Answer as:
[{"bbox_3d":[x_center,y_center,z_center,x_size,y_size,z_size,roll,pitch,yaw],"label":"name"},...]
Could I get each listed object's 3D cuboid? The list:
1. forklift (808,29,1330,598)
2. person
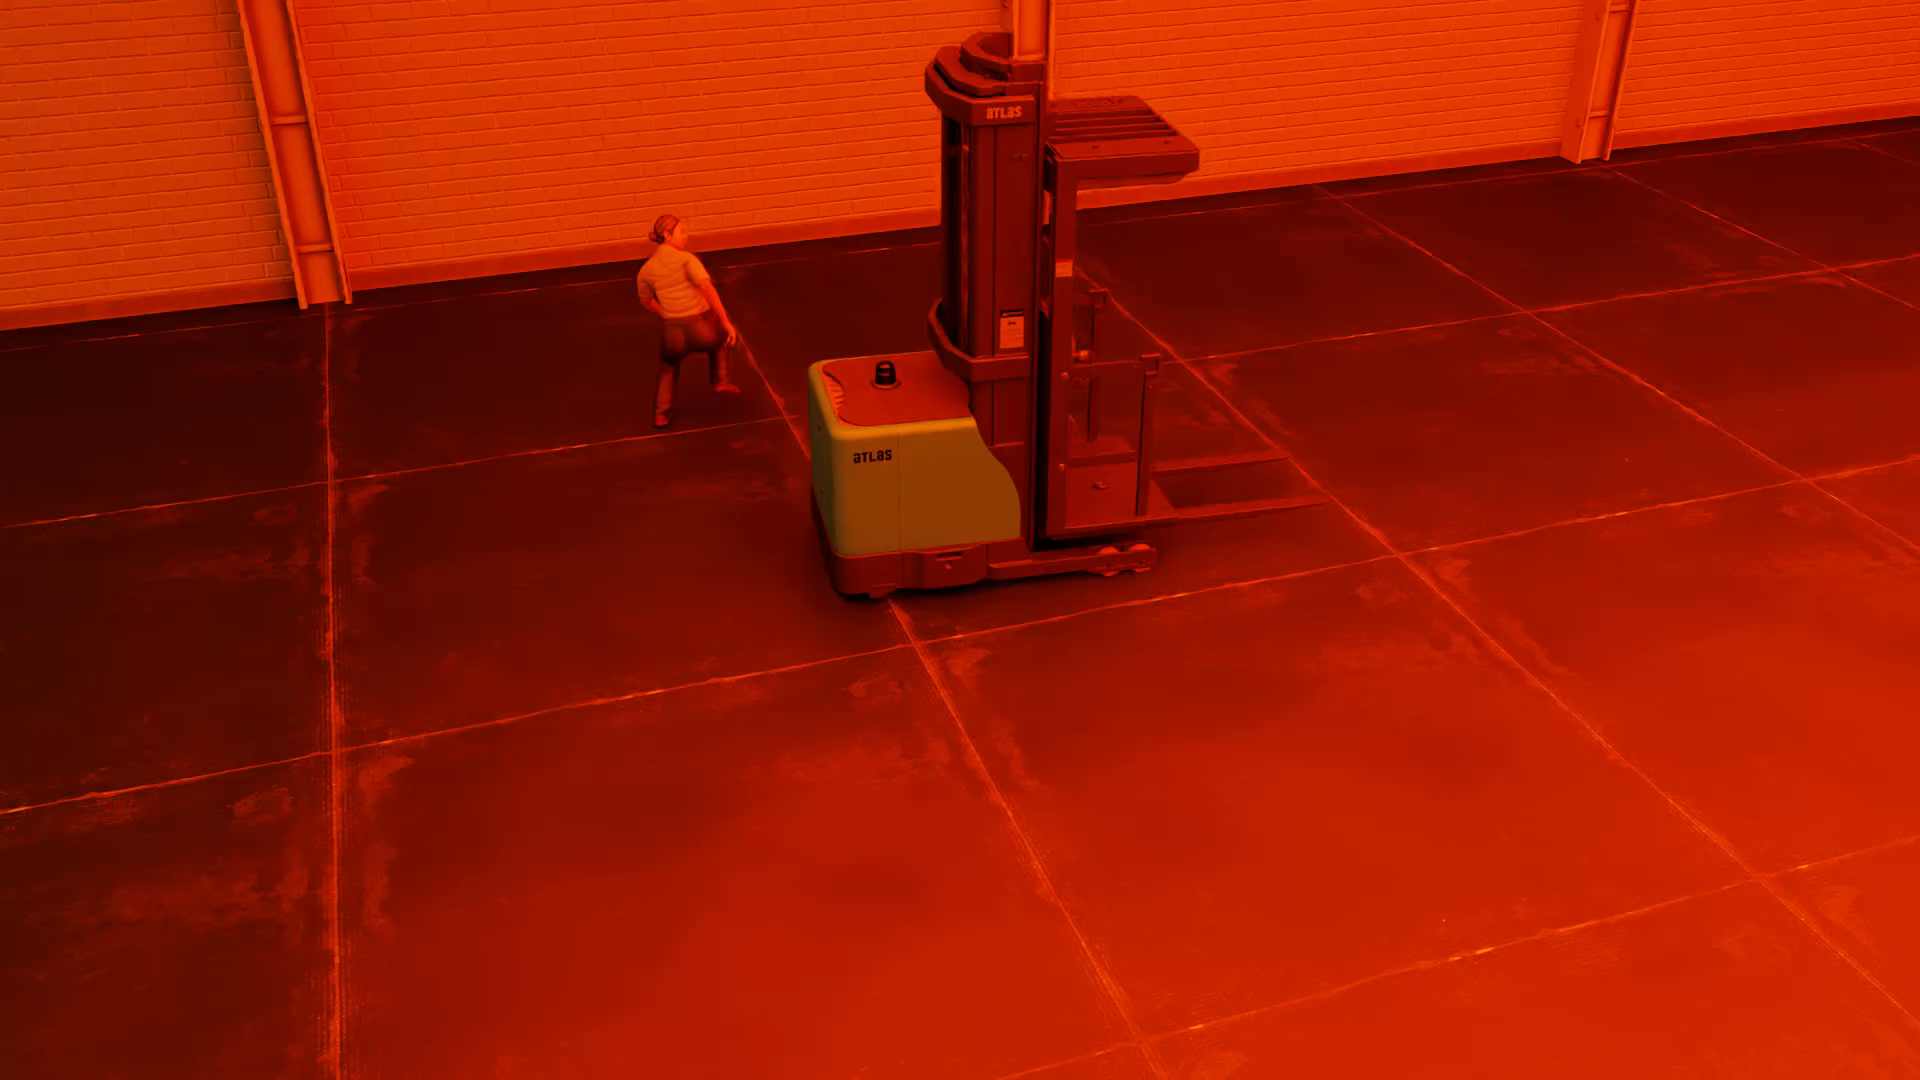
[{"bbox_3d":[0.674,-1.311,9.365,3.031,2.935,1.130,-6,31,-11],"label":"forklift"},{"bbox_3d":[-1.808,-1.481,11.203,0.715,1.441,0.668,3,30,4],"label":"person"}]
